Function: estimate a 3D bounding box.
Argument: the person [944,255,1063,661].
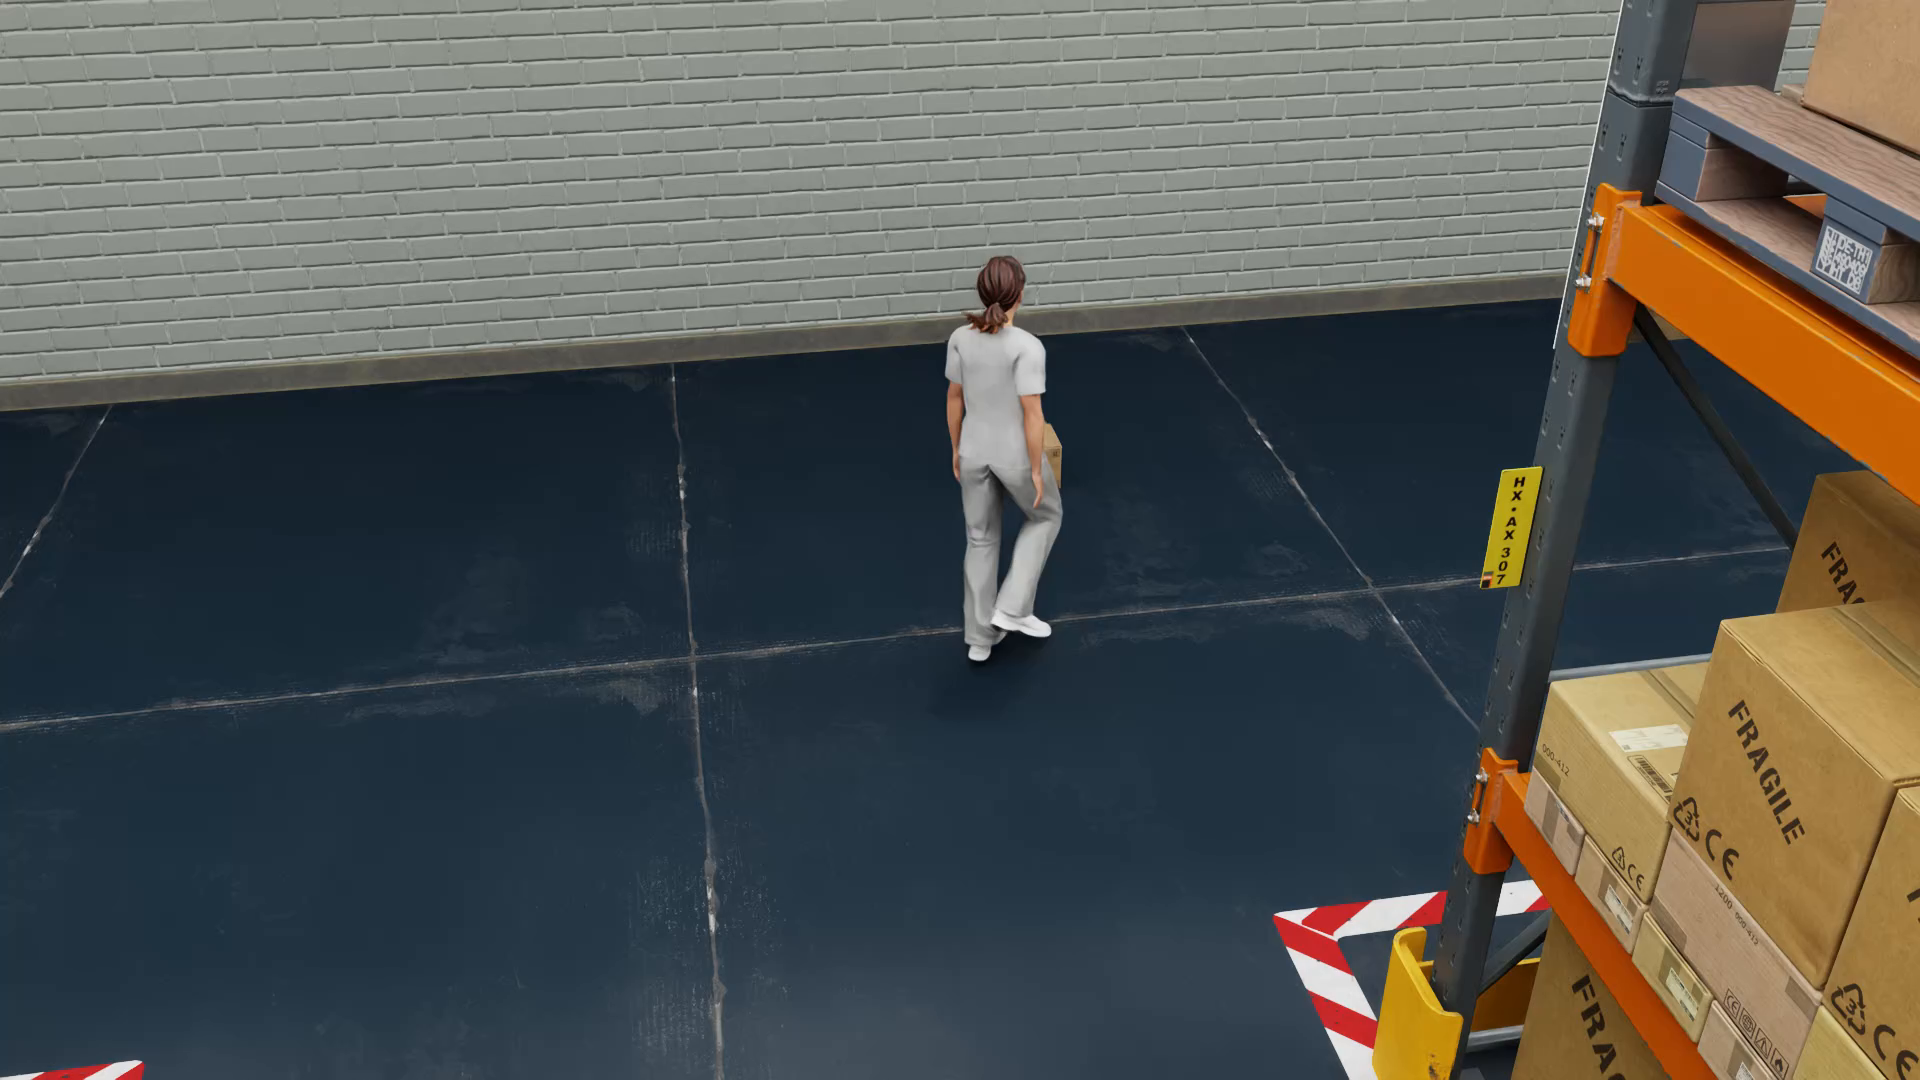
[{"bbox_3d":[0.150,-0.295,6.648,0.482,1.605,0.487,14,33,22],"label":"person"}]
